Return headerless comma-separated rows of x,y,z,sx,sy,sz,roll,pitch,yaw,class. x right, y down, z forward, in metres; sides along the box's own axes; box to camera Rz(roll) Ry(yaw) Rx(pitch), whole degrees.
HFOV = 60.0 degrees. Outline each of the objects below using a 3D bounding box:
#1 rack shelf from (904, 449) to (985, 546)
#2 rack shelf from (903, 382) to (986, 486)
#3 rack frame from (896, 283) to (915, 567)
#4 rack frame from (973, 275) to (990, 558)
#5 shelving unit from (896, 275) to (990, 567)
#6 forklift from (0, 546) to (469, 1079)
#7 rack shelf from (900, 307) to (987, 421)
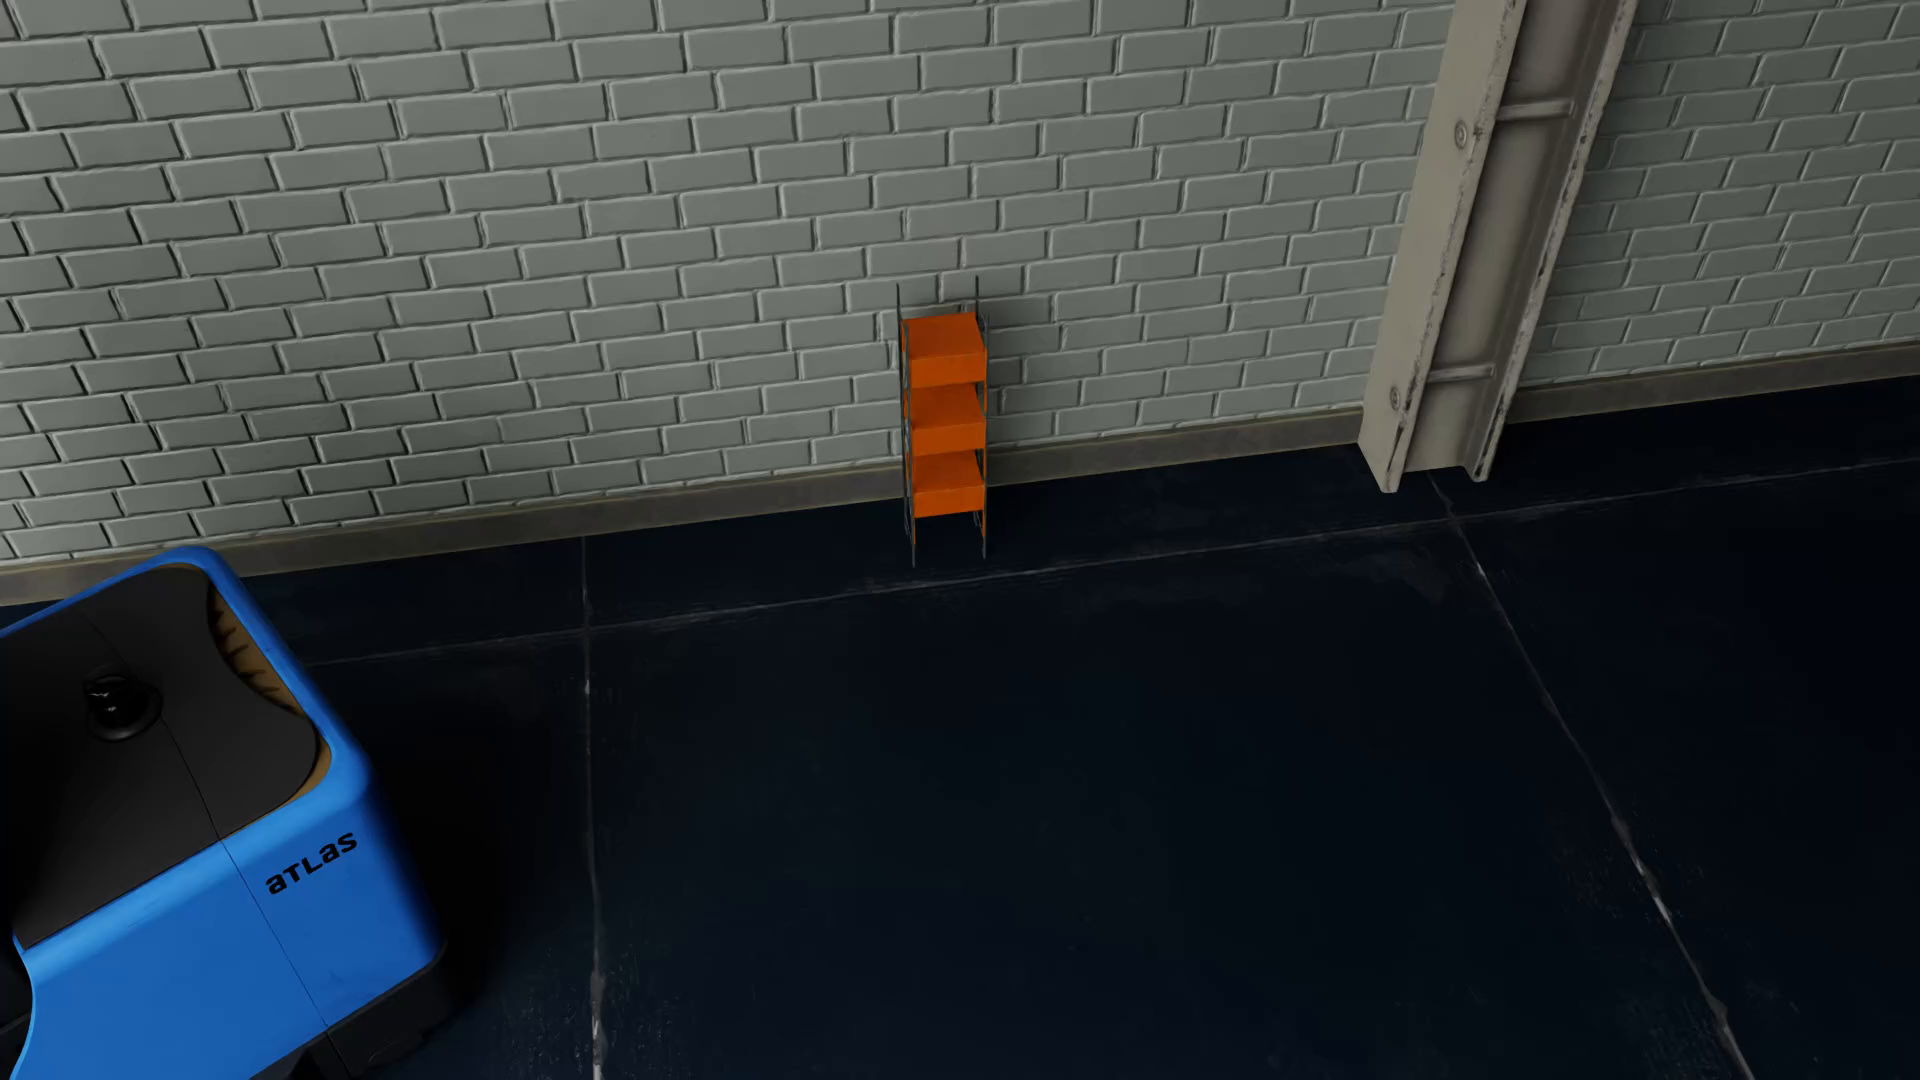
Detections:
-0.053,-0.158,5.573,0.240,0.259,0.215,-7,46,-7,rack shelf
-0.053,-0.350,5.373,0.240,0.259,0.215,-7,46,-7,rack shelf
-0.173,-0.343,5.351,0.008,1.050,0.200,-7,46,-7,rack frame
0.067,-0.373,5.380,0.008,1.050,0.200,-7,46,-7,rack frame
-0.053,-0.358,5.366,0.252,1.050,0.215,-7,46,-7,shelving unit
-2.780,0.665,3.074,3.031,2.935,1.130,-31,54,-27,forklift
-0.053,-0.547,5.169,0.240,0.259,0.215,-7,46,-7,rack shelf
